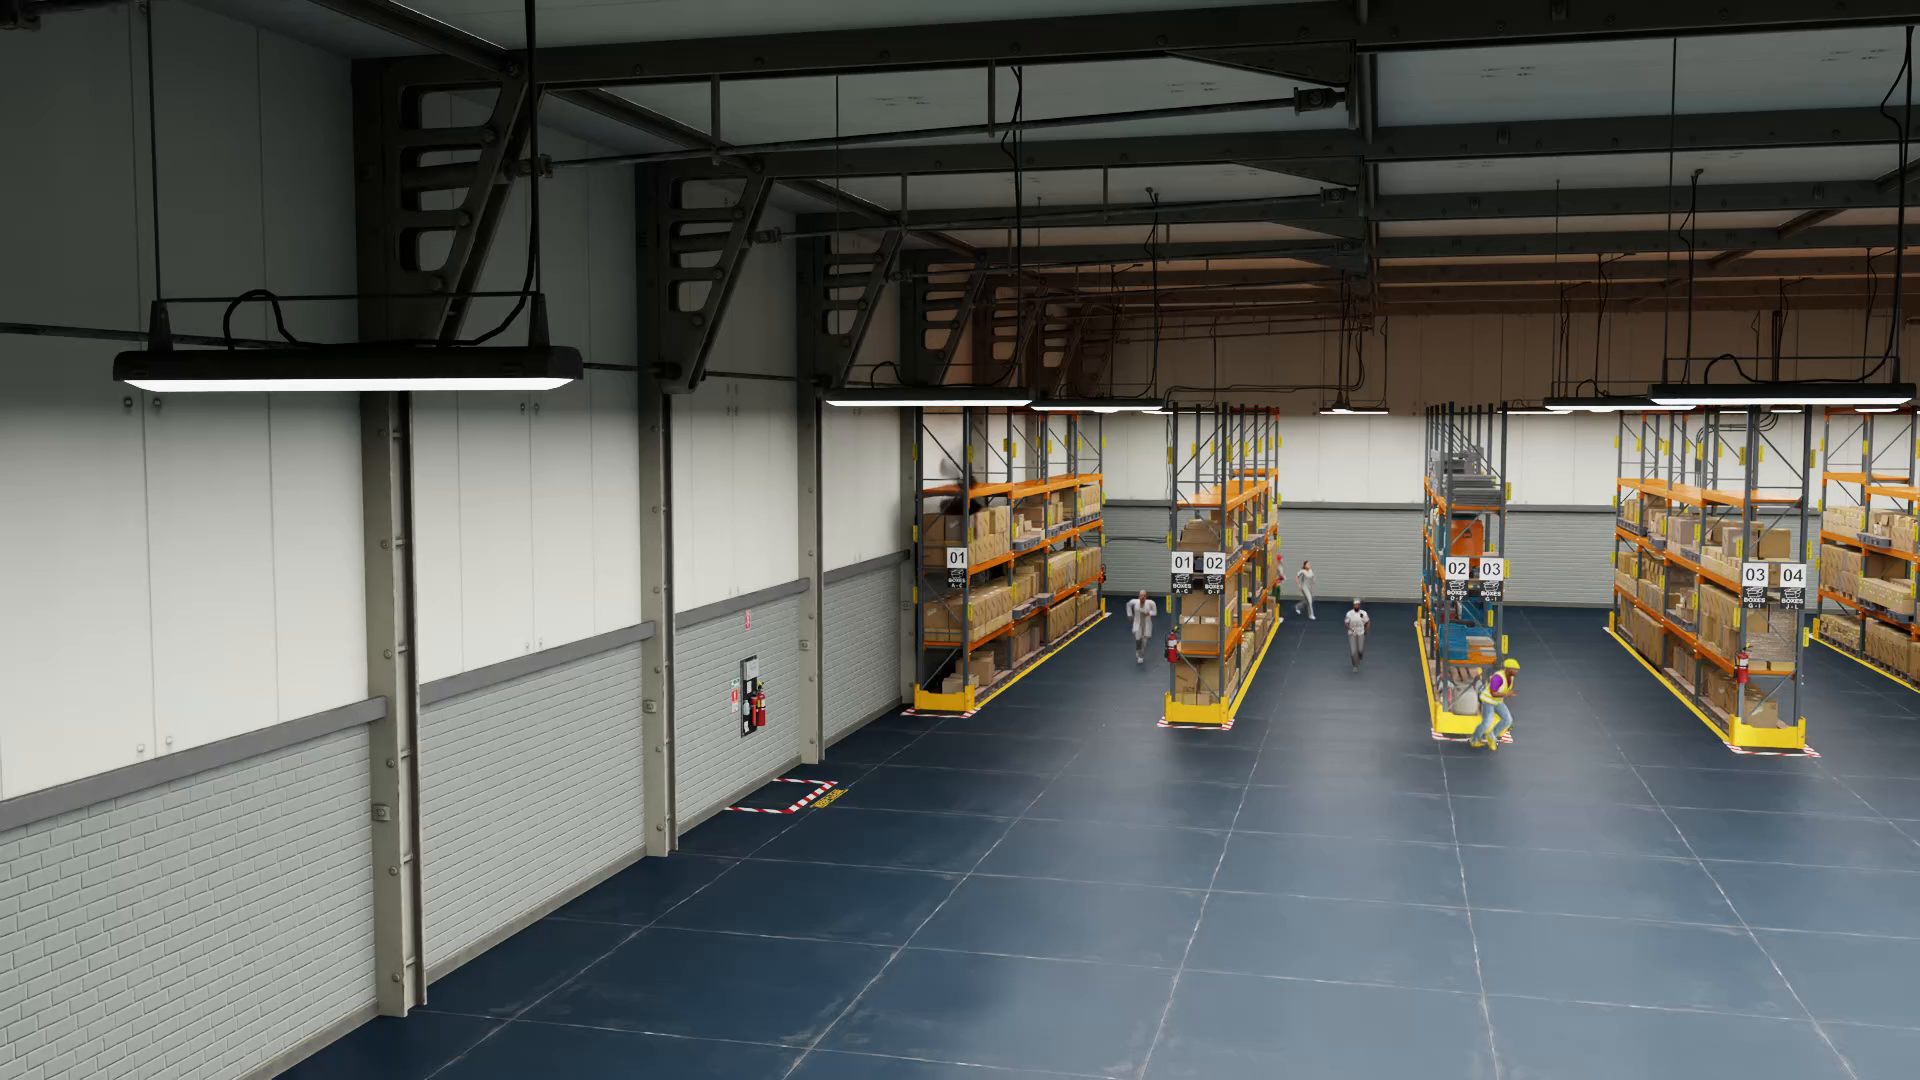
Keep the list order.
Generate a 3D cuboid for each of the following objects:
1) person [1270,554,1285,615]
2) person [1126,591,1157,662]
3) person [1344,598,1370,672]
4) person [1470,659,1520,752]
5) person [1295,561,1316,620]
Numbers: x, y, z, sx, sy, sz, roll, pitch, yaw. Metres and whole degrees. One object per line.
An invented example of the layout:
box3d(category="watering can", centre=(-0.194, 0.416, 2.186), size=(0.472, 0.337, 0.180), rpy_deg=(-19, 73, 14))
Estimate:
box3d(category="person", centre=(9.078, 1.295, 47.739), size=(0.800, 1.786, 0.664), rpy_deg=(-2, 5, -23))
box3d(category="person", centre=(4.222, 2.013, 38.679), size=(0.692, 1.704, 0.848), rpy_deg=(0, 4, 3))
box3d(category="person", centre=(8.935, 2.140, 37.415), size=(0.570, 1.656, 0.553), rpy_deg=(1, 4, 12))
box3d(category="person", centre=(9.188, 2.814, 28.461), size=(0.735, 1.635, 0.931), rpy_deg=(-4, 6, -42))
box3d(category="person", centre=(9.845, 1.407, 47.309), size=(0.606, 1.658, 0.868), rpy_deg=(-3, 5, -33))
